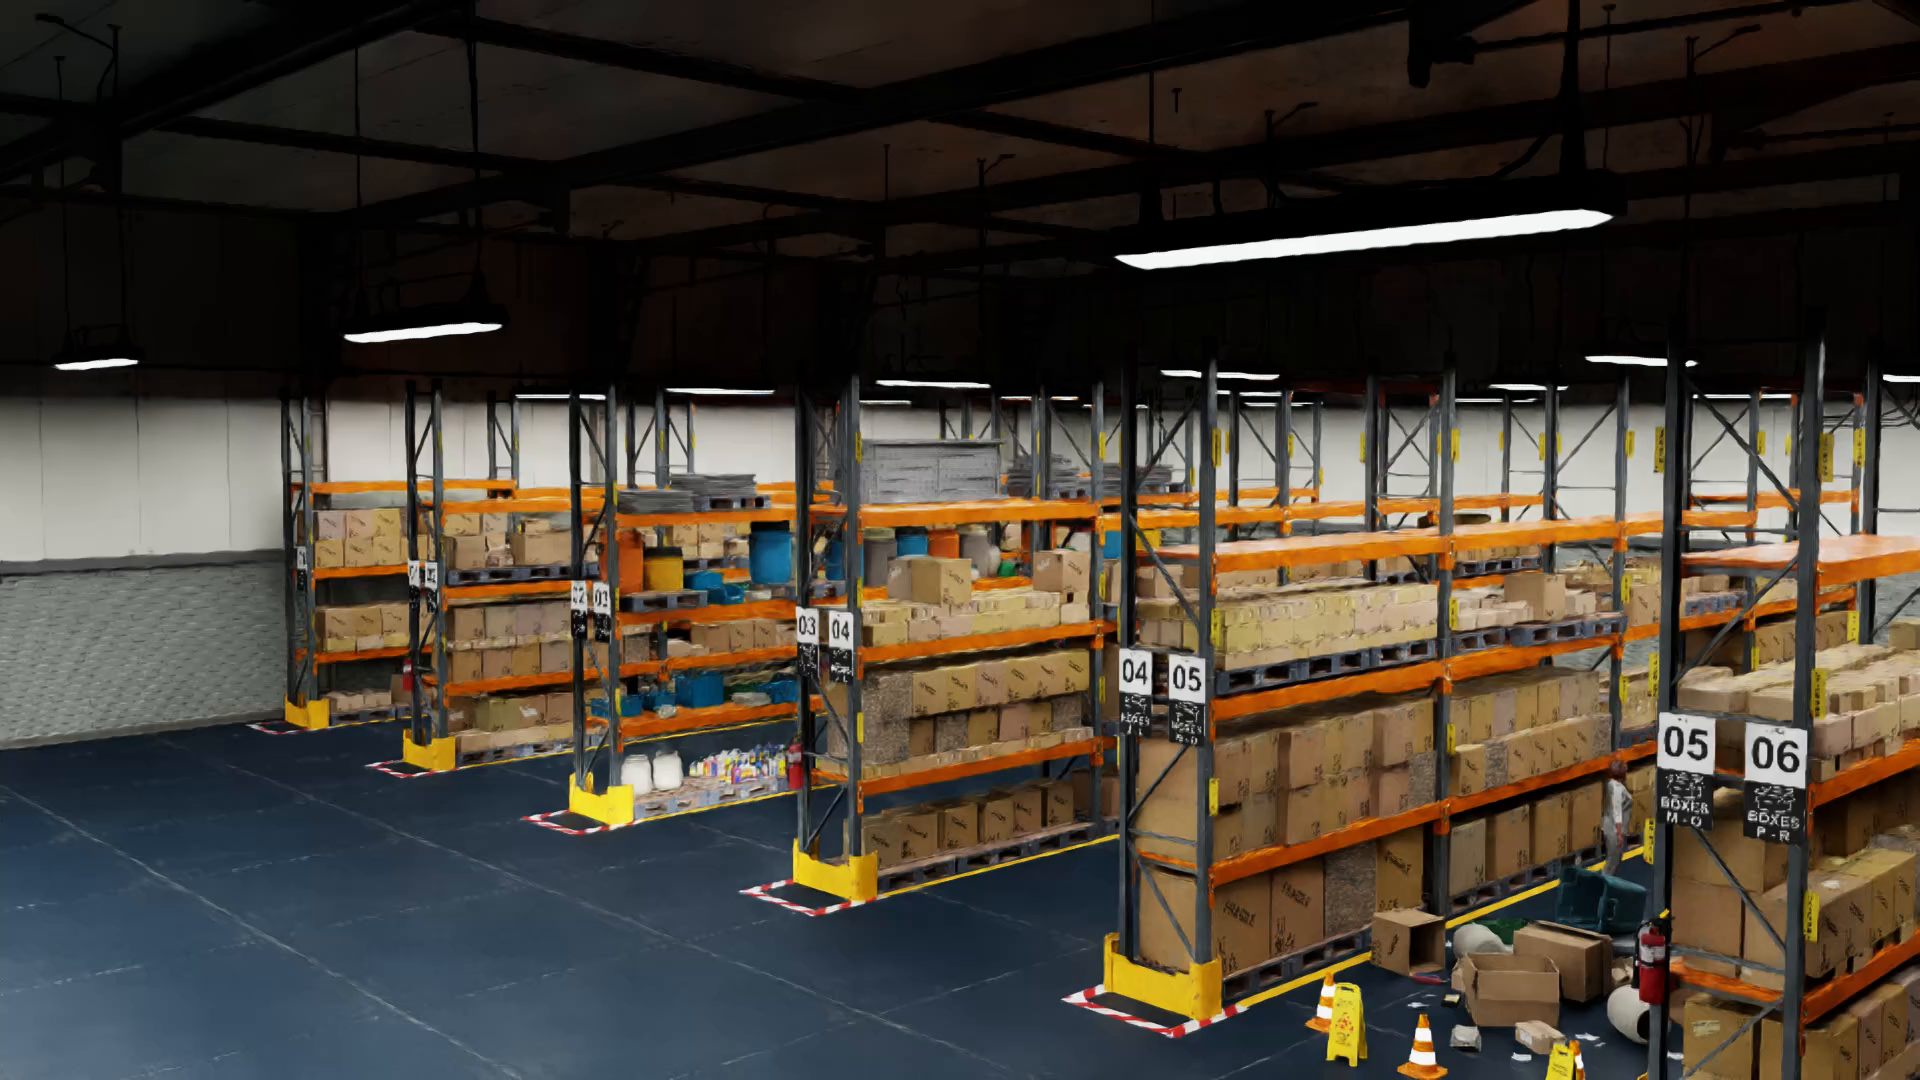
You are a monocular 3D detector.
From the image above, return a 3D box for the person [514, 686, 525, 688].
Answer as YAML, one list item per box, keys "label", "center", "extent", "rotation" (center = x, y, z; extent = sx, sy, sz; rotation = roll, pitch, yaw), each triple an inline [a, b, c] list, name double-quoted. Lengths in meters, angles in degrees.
- label: "person"
  center: [-7.719, 2.428, 29.122]
  extent: [0.448, 1.730, 0.586]
  rotation: [1, 4, 16]

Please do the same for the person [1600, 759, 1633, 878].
- label: "person"
  center: [7.201, 3.191, 18.188]
  extent: [0.406, 1.600, 0.468]
  rotation: [1, 4, 16]
